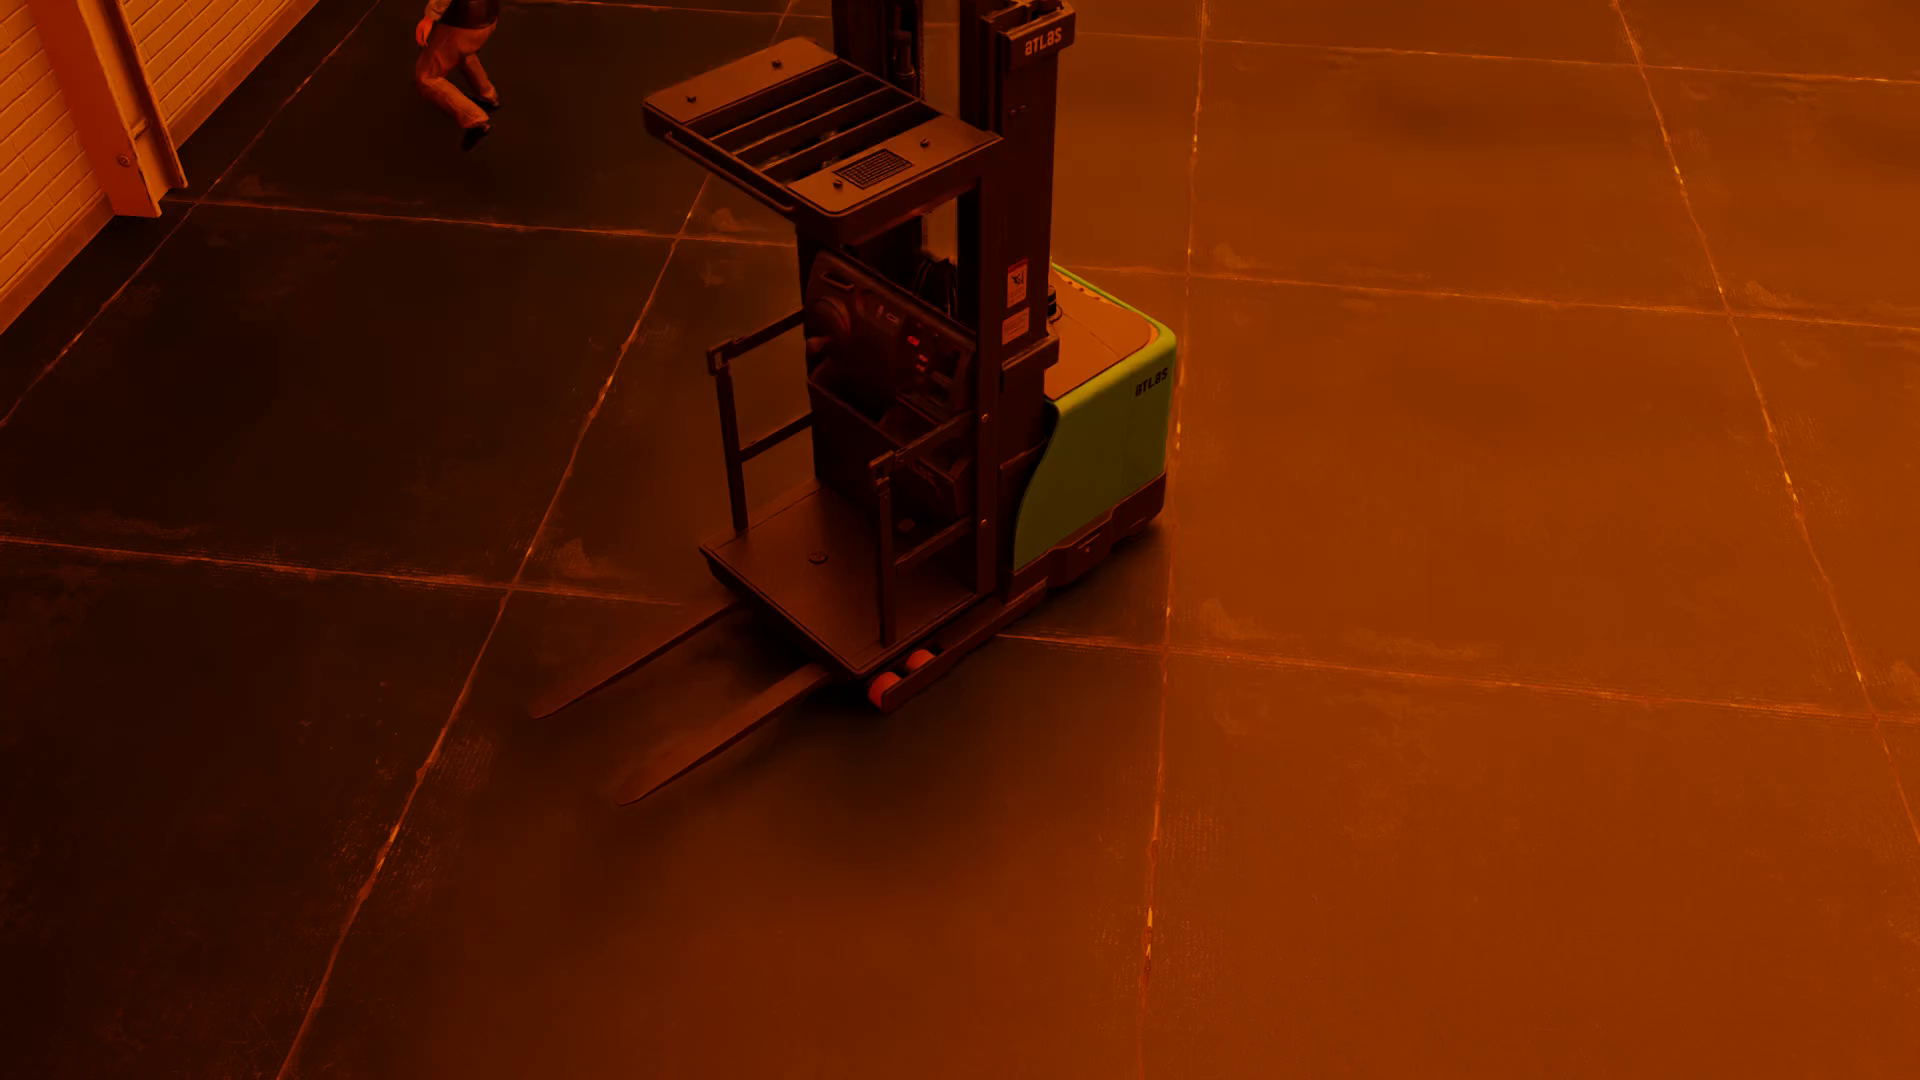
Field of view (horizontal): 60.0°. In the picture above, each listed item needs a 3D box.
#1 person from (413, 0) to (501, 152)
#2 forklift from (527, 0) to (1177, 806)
[{"bbox_3d":[-3.114,-3.283,10.338,0.503,1.597,1.108,3,43,3],"label":"person"},{"bbox_3d":[-0.445,-0.752,6.543,3.031,2.935,1.130,-33,52,-30],"label":"forklift"}]
